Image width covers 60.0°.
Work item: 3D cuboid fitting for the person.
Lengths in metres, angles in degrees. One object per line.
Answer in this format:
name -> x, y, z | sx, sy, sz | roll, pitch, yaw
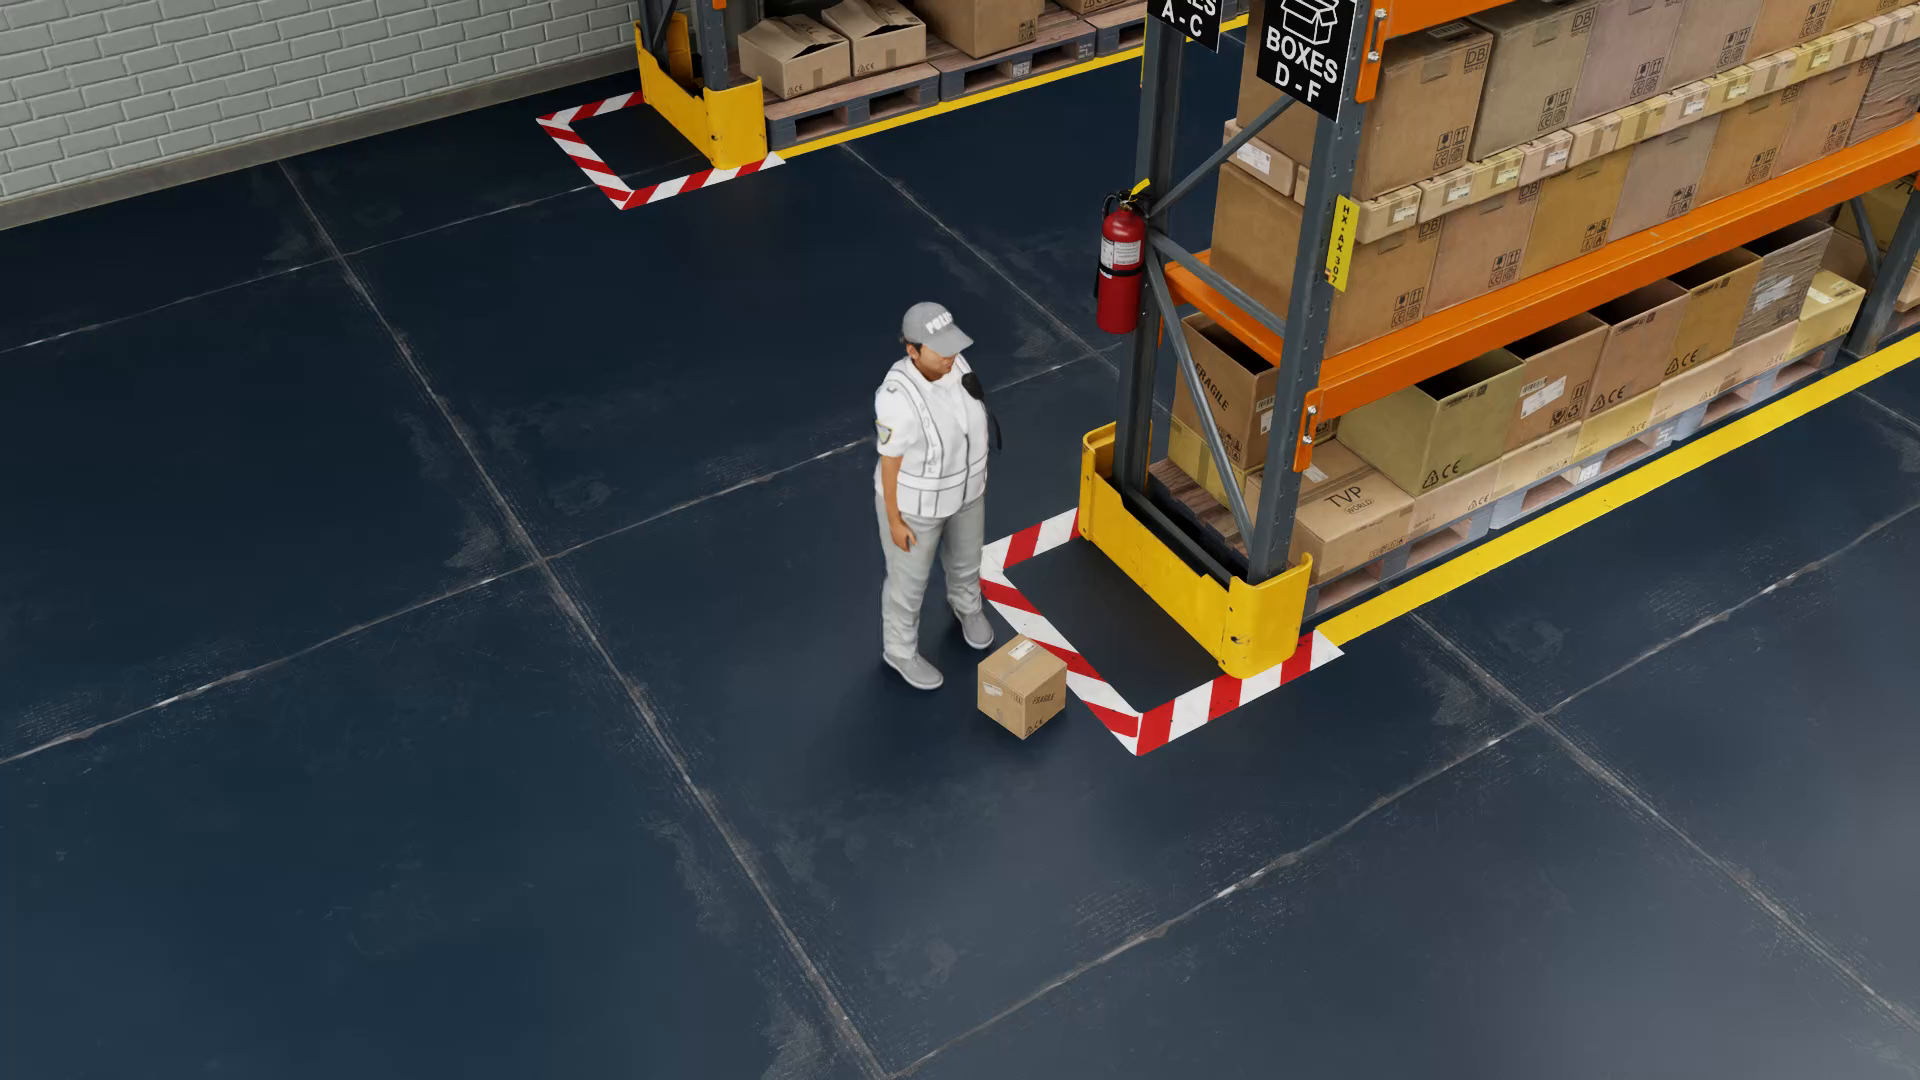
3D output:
person -> -0.088, -0.192, 6.369 | 0.380, 1.663, 0.535 | 32, 50, 32
